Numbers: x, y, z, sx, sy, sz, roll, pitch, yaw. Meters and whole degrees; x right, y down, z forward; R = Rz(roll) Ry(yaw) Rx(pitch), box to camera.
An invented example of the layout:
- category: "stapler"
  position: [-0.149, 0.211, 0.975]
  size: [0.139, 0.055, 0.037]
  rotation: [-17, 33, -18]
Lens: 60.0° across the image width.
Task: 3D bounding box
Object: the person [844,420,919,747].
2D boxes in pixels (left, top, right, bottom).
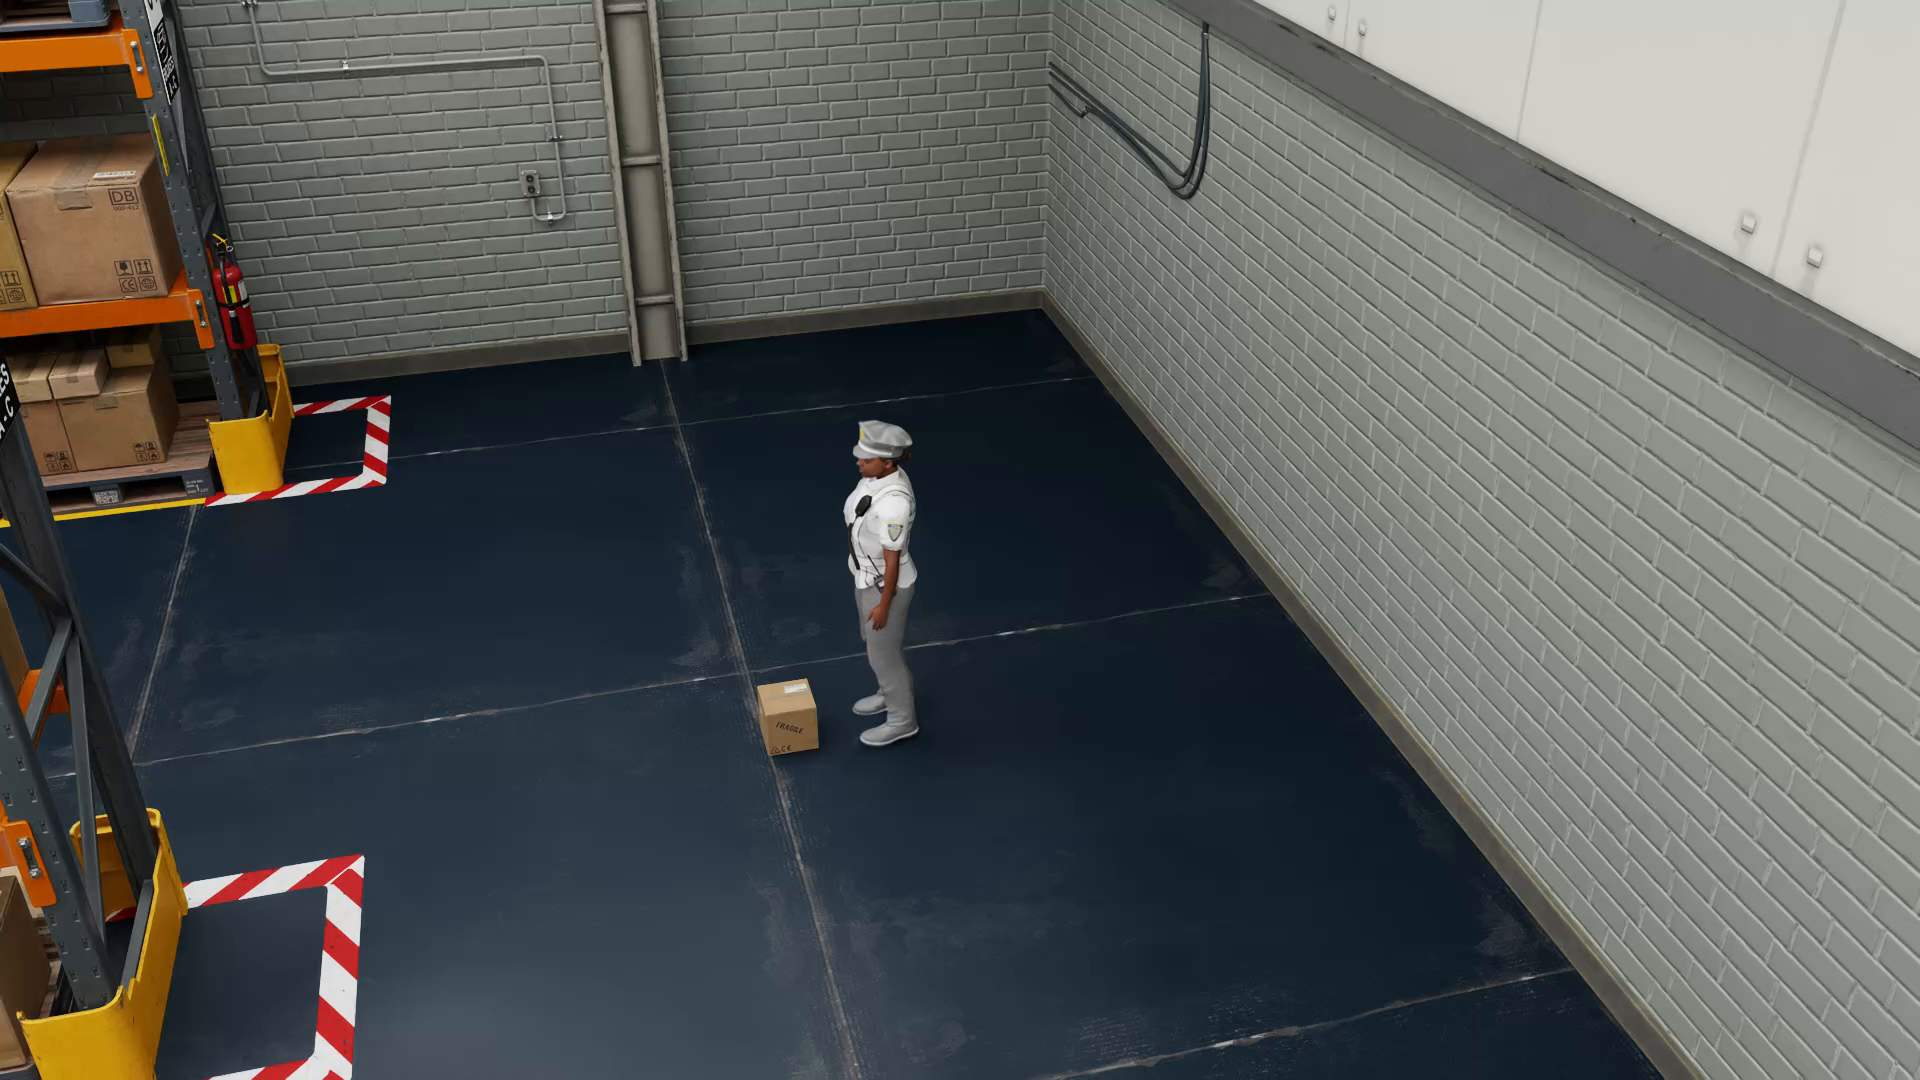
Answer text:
- category: "person"
  position: [-0.375, 0.208, 7.875]
  size: [0.341, 1.686, 0.439]
  rotation: [-7, 31, -12]
